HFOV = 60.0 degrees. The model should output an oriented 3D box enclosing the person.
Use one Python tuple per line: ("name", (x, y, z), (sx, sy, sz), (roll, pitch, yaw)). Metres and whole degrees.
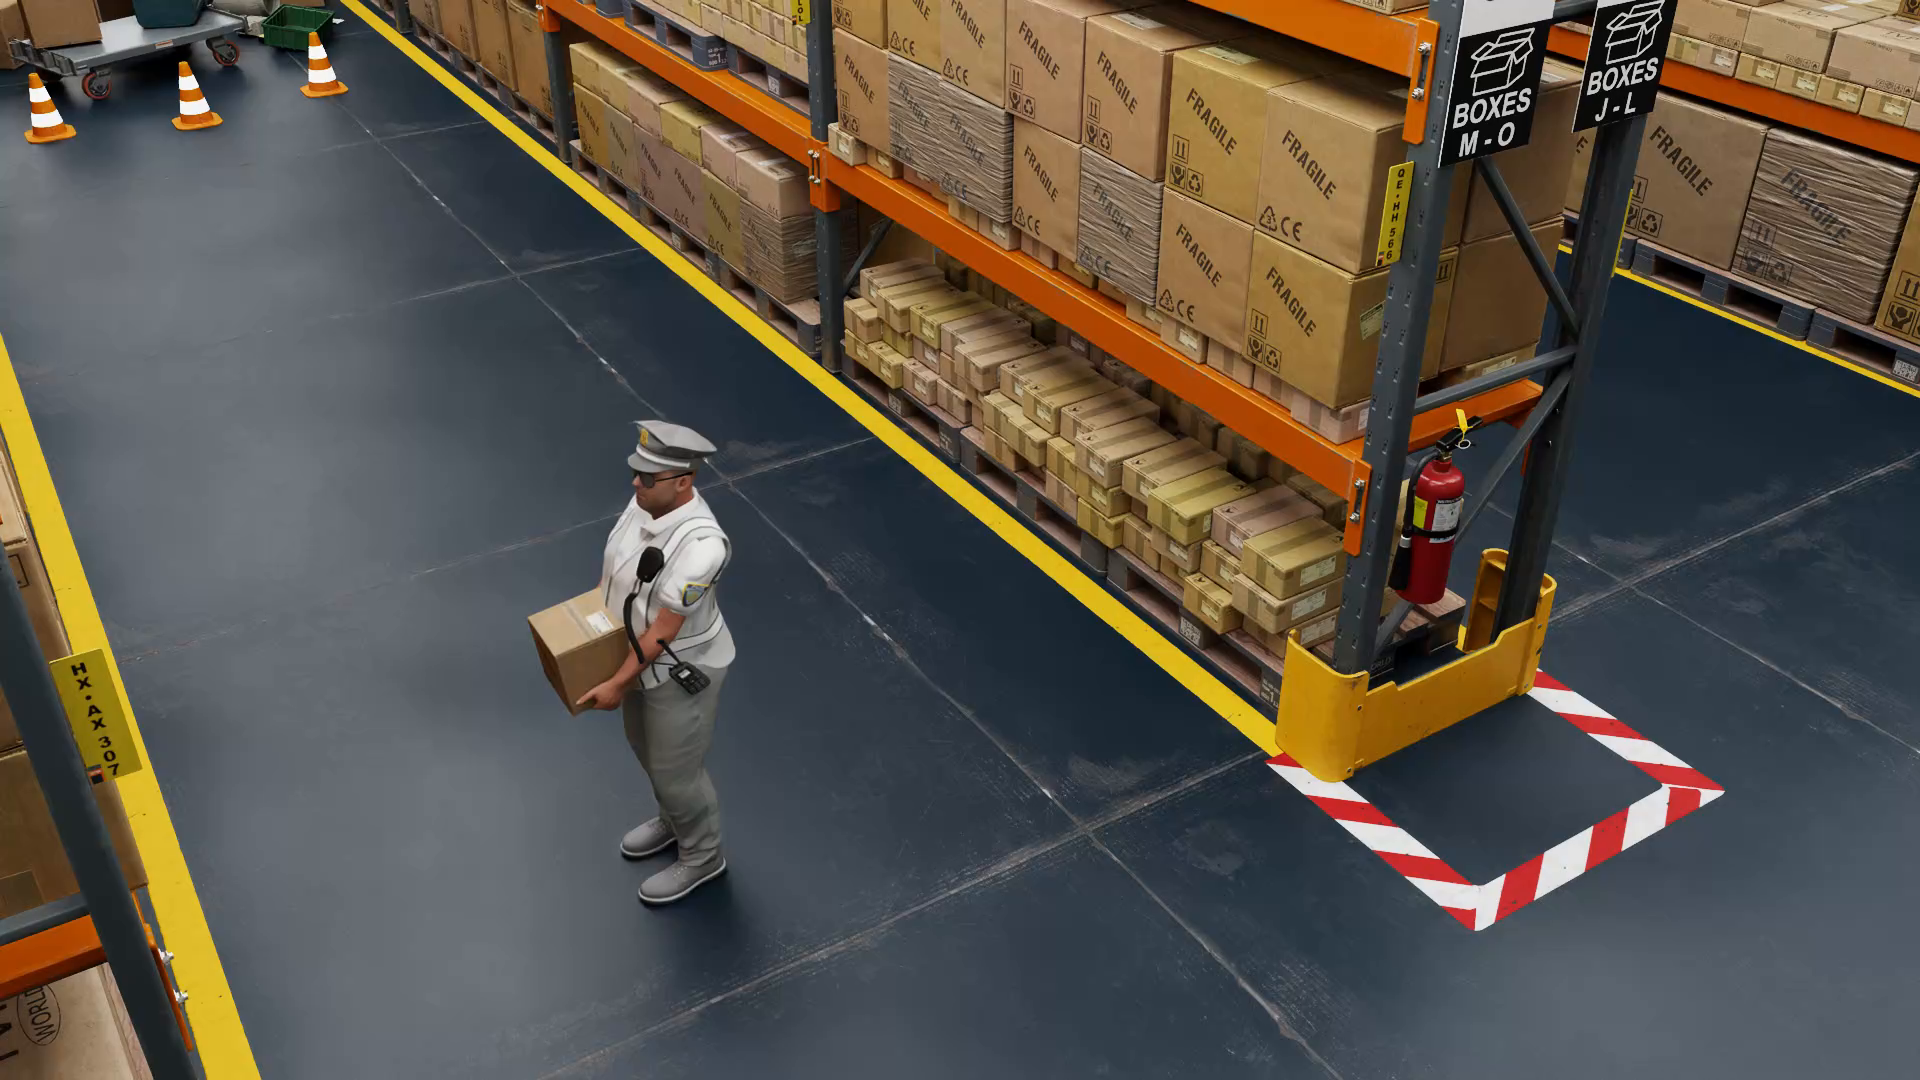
("person", (-1.023, 0.419, 5.455), (0.571, 1.766, 0.494), (-18, 37, -26))
